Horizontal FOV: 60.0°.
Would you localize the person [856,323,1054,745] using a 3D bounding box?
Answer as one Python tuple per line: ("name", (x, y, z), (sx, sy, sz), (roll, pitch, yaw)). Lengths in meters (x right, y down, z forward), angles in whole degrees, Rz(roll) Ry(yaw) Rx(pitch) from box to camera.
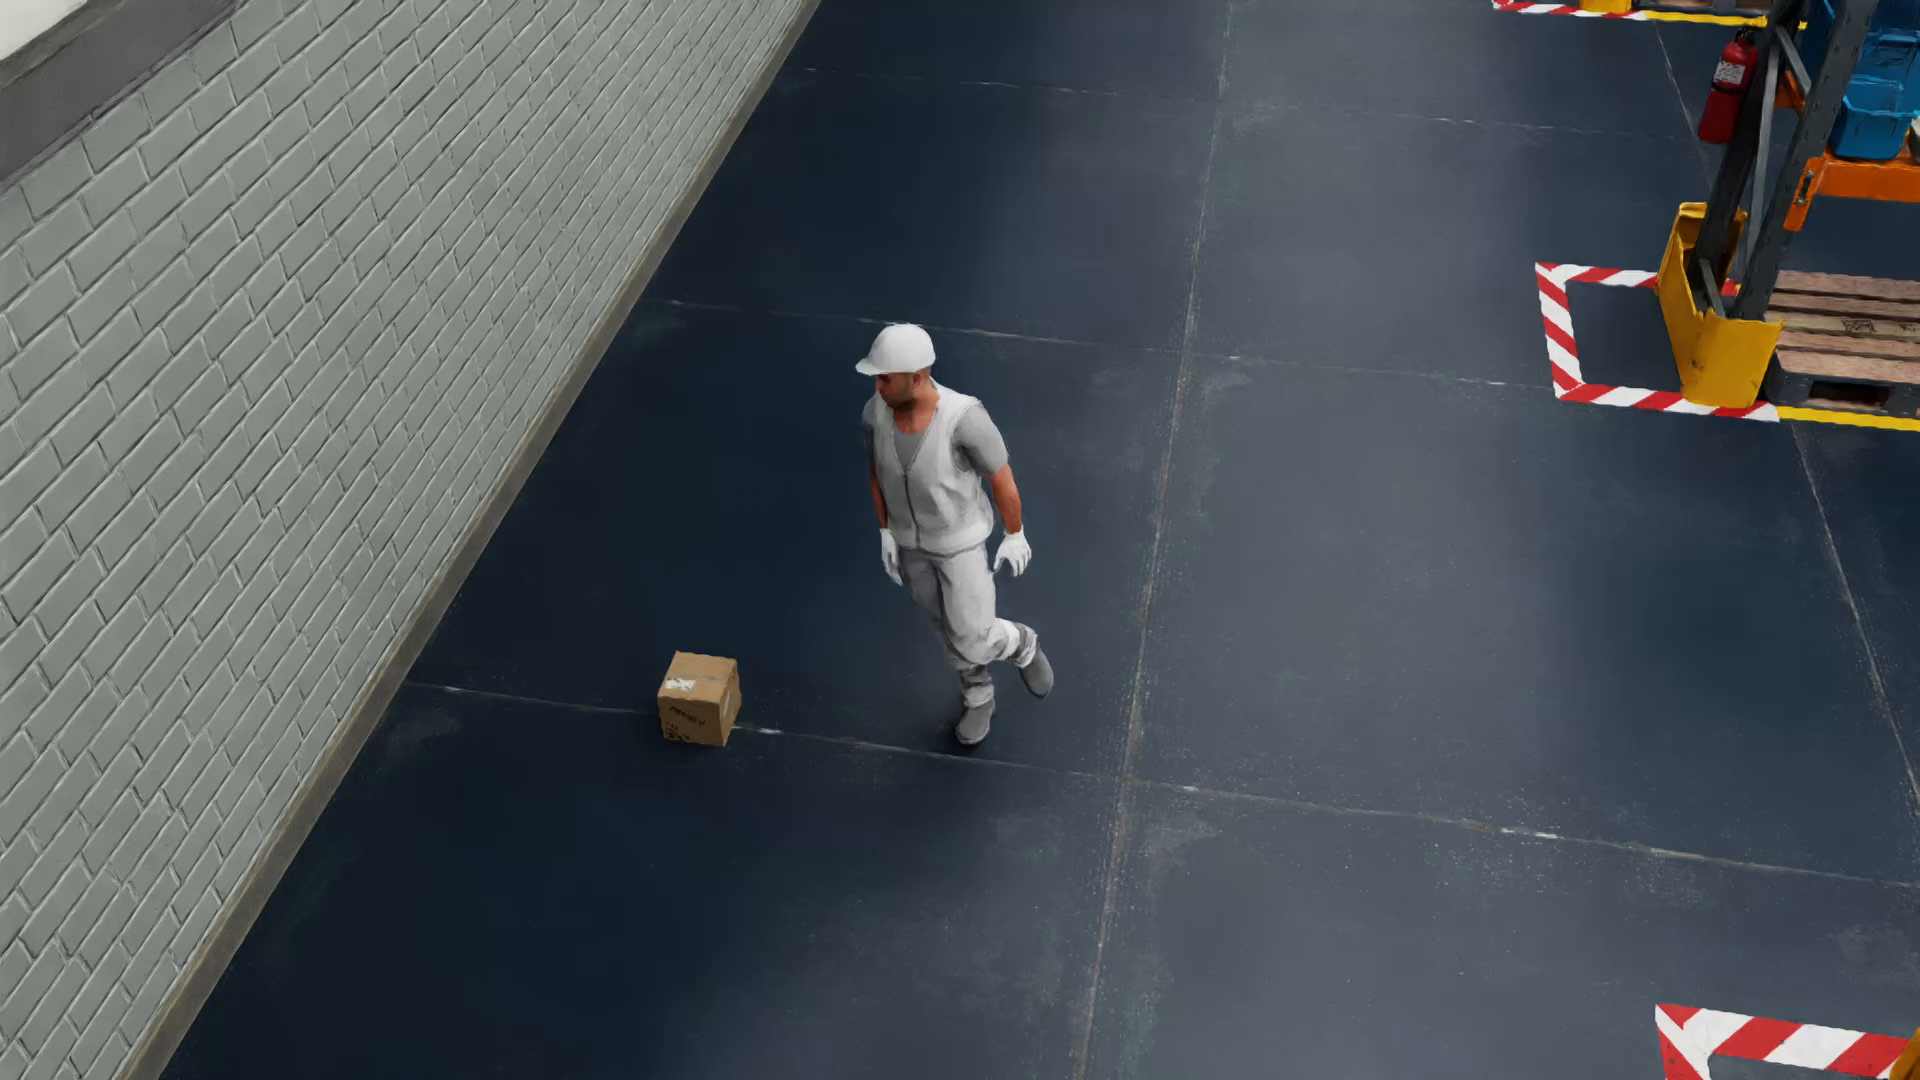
("person", (-0.025, -0.006, 6.156), (0.731, 1.761, 0.519), (18, 43, 20))
